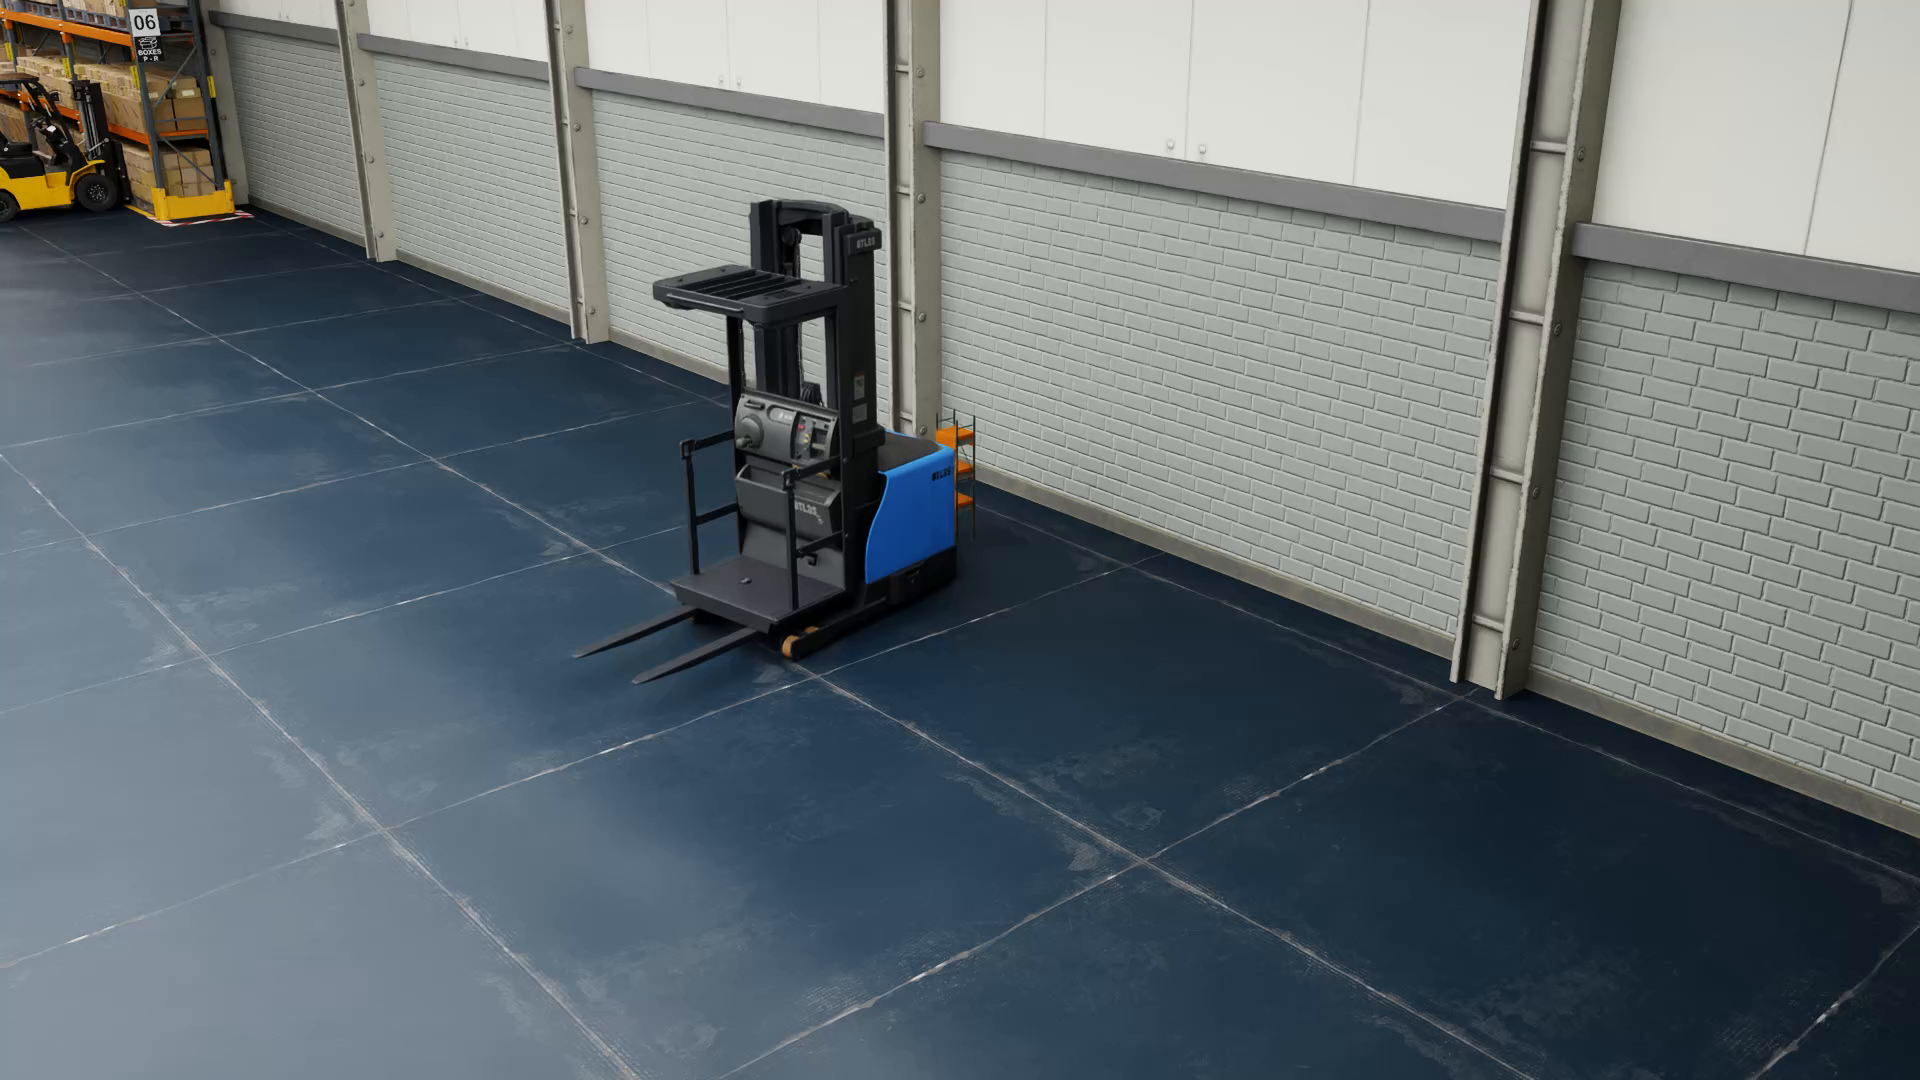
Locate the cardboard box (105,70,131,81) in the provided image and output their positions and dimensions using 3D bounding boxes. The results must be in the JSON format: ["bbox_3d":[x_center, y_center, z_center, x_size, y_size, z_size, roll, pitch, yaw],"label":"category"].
[{"bbox_3d":[-13.934,-7.700,27.595,0.380,0.149,0.250,-17,27,-37],"label":"cardboard box"}]

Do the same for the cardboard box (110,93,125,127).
[{"bbox_3d":[-13.570,-7.075,27.297,0.500,0.500,0.500,-18,28,-38],"label":"cardboard box"}]

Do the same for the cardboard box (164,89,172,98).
[{"bbox_3d":[-12.618,-7.225,26.791,0.380,0.149,0.250,-17,27,-37],"label":"cardboard box"}]

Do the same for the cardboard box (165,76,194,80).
[{"bbox_3d":[-12.567,-7.387,26.796,0.380,0.149,0.250,-16,27,-36],"label":"cardboard box"}]

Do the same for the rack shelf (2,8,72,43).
[{"bbox_3d":[-16.300,-9.387,30.211,1.077,0.370,4.000,-17,27,-37],"label":"rack shelf"}]

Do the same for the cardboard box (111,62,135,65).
[{"bbox_3d":[-14.557,-8.244,28.984,0.380,0.149,0.250,-17,27,-37],"label":"cardboard box"}]

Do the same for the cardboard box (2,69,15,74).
[{"bbox_3d":[-18.325,-9.047,32.237,0.380,0.149,0.250,-17,27,-36],"label":"cardboard box"}]

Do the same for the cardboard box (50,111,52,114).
[{"bbox_3d":[-17.863,-8.510,33.060,0.380,0.149,0.250,-16,27,-36],"label":"cardboard box"}]

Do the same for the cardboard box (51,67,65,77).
[{"bbox_3d":[-15.960,-8.351,29.666,0.380,0.149,0.250,-19,28,-39],"label":"cardboard box"}]

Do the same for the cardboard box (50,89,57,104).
[{"bbox_3d":[-16.155,-8.062,30.160,0.500,0.250,0.500,-17,27,-37],"label":"cardboard box"}]

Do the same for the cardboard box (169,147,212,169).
[{"bbox_3d":[-12.554,-6.226,27.091,0.500,0.250,0.500,-18,28,-38],"label":"cardboard box"}]

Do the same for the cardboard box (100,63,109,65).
[{"bbox_3d":[-15.685,-8.566,30.215,0.380,0.149,0.250,-17,27,-37],"label":"cardboard box"}]

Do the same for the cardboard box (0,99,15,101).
[{"bbox_3d":[-19.769,-9.028,34.383,0.380,0.149,0.250,-19,28,-40],"label":"cardboard box"}]

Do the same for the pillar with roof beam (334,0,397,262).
[{"bbox_3d":[-11.500,-7.185,19.491,9.100,9.000,0.400,-17,27,-37],"label":"pillar with roof beam"}]

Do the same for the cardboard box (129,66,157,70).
[{"bbox_3d":[-13.877,-7.964,28.270,0.380,0.149,0.250,-18,28,-38],"label":"cardboard box"}]

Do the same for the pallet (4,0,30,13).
[{"bbox_3d":[-17.095,-10.021,31.101,1.213,0.211,1.003,-16,26,-35],"label":"pallet"}]

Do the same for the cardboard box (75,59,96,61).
[{"bbox_3d":[-16.311,-8.862,30.971,0.380,0.149,0.250,-18,28,-38],"label":"cardboard box"}]

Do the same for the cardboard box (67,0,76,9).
[{"bbox_3d":[-14.636,-9.082,27.856,0.500,0.311,0.500,-17,27,-36],"label":"cardboard box"}]

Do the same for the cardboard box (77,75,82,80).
[{"bbox_3d":[-14.986,-7.971,28.695,0.380,0.149,0.250,-18,28,-38],"label":"cardboard box"}]

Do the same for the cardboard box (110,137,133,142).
[{"bbox_3d":[-14.257,-6.667,28.216,0.500,0.250,0.500,-16,27,-36],"label":"cardboard box"}]

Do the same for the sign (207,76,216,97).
[{"bbox_3d":[-11.959,-7.238,26.556,0.100,0.325,0.005,-17,27,-37],"label":"sign"}]

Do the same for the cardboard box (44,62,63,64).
[{"bbox_3d":[-16.527,-8.665,30.469,0.380,0.149,0.250,-17,27,-37],"label":"cardboard box"}]

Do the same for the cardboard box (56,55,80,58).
[{"bbox_3d":[-16.985,-9.139,31.678,0.380,0.149,0.250,-17,27,-36],"label":"cardboard box"}]

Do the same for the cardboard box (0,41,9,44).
[{"bbox_3d":[-19.732,-9.895,33.922,0.700,0.500,0.500,-17,27,-37],"label":"cardboard box"}]

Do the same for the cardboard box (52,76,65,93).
[{"bbox_3d":[-15.850,-8.151,29.702,0.500,0.250,0.500,-18,28,-39],"label":"cardboard box"}]

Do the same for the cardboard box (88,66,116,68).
[{"bbox_3d":[-14.599,-7.982,28.316,0.380,0.149,0.250,-18,28,-38],"label":"cardboard box"}]

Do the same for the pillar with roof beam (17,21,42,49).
[{"bbox_3d":[-23.250,-12.159,32.188,9.100,9.000,0.400,-17,27,-37],"label":"pillar with roof beam"}]

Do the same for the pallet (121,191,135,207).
[{"bbox_3d":[-13.707,-5.908,28.277,1.003,0.211,1.213,-17,27,-37],"label":"pallet"}]

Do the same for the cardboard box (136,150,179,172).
[{"bbox_3d":[-12.921,-6.101,26.773,0.500,0.250,0.500,-16,27,-36],"label":"cardboard box"}]

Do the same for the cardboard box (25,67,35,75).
[{"bbox_3d":[-17.175,-8.722,31.159,0.500,0.250,0.500,-16,27,-36],"label":"cardboard box"}]

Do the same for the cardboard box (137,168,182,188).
[{"bbox_3d":[-12.938,-5.876,26.882,0.500,0.250,0.500,-18,28,-38],"label":"cardboard box"}]

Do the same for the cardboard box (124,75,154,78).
[{"bbox_3d":[-13.259,-7.417,26.873,0.380,0.149,0.250,-17,27,-37],"label":"cardboard box"}]

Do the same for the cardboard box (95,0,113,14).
[{"bbox_3d":[-13.450,-8.724,26.682,0.700,0.500,0.500,-17,27,-37],"label":"cardboard box"}]

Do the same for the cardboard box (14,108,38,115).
[{"bbox_3d":[-18.460,-8.439,32.880,0.380,0.149,0.250,-19,28,-39],"label":"cardboard box"}]

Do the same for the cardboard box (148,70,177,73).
[{"bbox_3d":[-13.207,-7.683,27.553,0.380,0.149,0.250,-18,28,-39],"label":"cardboard box"}]

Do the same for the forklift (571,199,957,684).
[{"bbox_3d":[-1.345,-0.750,11.381,1.130,2.935,3.031,17,27,36],"label":"forklift"}]

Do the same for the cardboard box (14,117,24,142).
[{"bbox_3d":[-18.363,-8.116,32.944,0.500,0.500,0.500,-18,28,-38],"label":"cardboard box"}]

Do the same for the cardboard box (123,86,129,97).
[{"bbox_3d":[-13.288,-7.266,26.897,0.380,0.149,0.250,-18,27,-38],"label":"cardboard box"}]

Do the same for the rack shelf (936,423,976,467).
[{"bbox_3d":[-0.035,-0.758,13.231,0.215,0.259,0.240,-17,27,-37],"label":"rack shelf"}]

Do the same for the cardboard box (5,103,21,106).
[{"bbox_3d":[-19.086,-8.741,33.650,0.380,0.149,0.250,-17,27,-37],"label":"cardboard box"}]

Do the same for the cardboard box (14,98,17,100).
[{"bbox_3d":[-19.582,-9.212,34.854,0.380,0.149,0.250,-17,27,-37],"label":"cardboard box"}]

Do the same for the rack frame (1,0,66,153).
[{"bbox_3d":[-17.606,-8.878,32.038,1.000,3.000,0.127,-17,27,-37],"label":"rack frame"}]

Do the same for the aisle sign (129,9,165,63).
[{"bbox_3d":[-12.563,-7.790,25.696,0.394,0.787,0.004,-17,27,-37],"label":"aisle sign"}]

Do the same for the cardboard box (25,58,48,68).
[{"bbox_3d":[-17.258,-8.930,31.144,0.380,0.149,0.250,-17,27,-36],"label":"cardboard box"}]

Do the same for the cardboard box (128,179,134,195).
[{"bbox_3d":[-13.567,-5.918,27.674,0.500,0.250,0.500,-17,27,-37],"label":"cardboard box"}]

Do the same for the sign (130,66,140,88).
[{"bbox_3d":[-12.804,-7.192,25.820,0.100,0.325,0.005,-17,27,-37],"label":"sign"}]

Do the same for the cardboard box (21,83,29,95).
[{"bbox_3d":[-17.501,-8.627,31.604,0.500,0.250,0.500,-17,27,-37],"label":"cardboard box"}]

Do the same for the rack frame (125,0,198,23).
[{"bbox_3d":[-12.384,-9.461,25.301,1.000,3.000,0.127,-17,27,-37],"label":"rack frame"}]

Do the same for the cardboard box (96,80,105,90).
[{"bbox_3d":[-14.172,-7.610,27.775,0.380,0.149,0.250,-19,28,-39],"label":"cardboard box"}]

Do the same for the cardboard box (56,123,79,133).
[{"bbox_3d":[-16.337,-7.428,31.015,0.875,0.625,0.625,-19,28,-40],"label":"cardboard box"}]

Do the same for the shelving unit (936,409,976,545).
[{"bbox_3d":[-0.035,-0.504,13.330,0.215,1.050,0.252,-17,27,-37],"label":"shelving unit"}]
